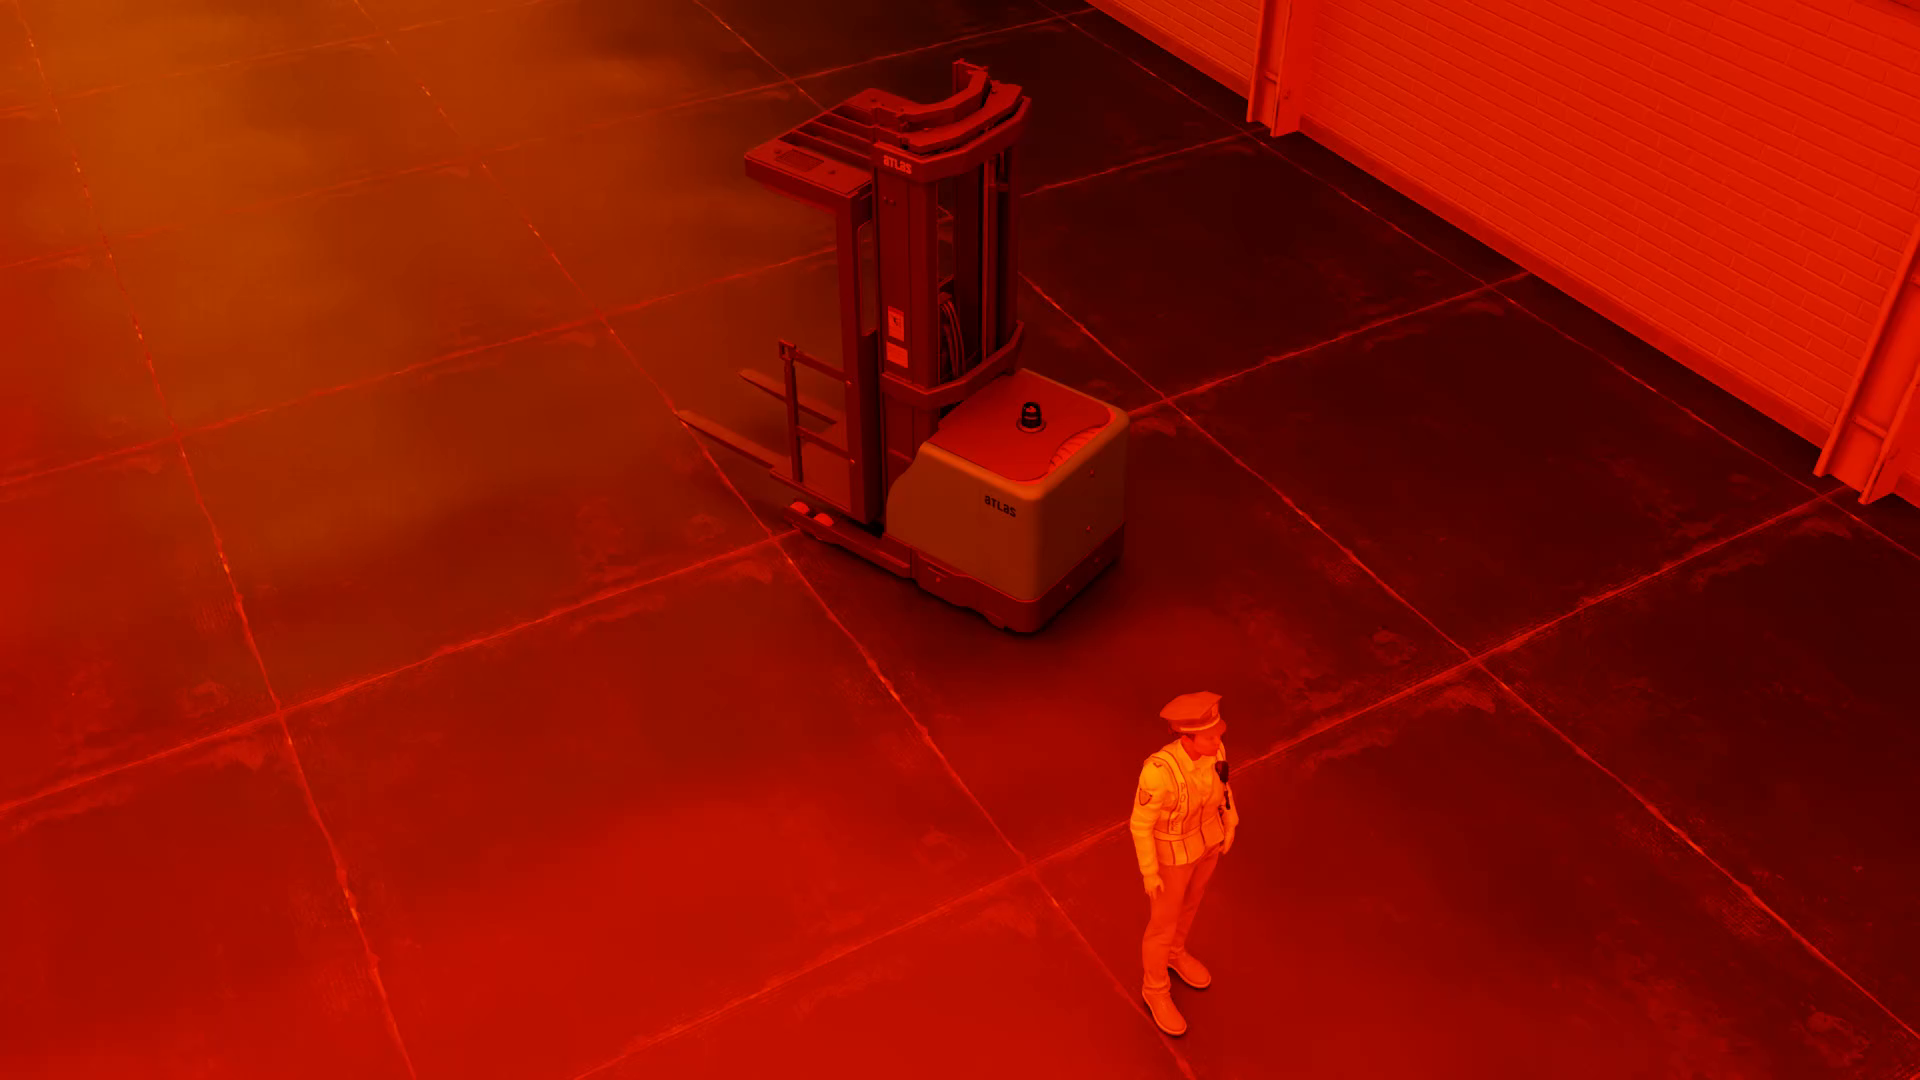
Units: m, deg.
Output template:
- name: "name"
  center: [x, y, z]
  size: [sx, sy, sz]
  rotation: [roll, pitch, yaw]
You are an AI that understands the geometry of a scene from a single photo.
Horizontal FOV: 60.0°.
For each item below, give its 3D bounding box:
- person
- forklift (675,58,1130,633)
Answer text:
- name: "person"
  center: [1.032, 1.383, 7.325]
  size: [0.587, 1.694, 0.531]
  rotation: [-27, 47, -29]
- name: "forklift"
  center: [-0.481, -1.366, 9.683]
  size: [3.031, 2.935, 1.130]
  rotation: [26, 46, 28]
